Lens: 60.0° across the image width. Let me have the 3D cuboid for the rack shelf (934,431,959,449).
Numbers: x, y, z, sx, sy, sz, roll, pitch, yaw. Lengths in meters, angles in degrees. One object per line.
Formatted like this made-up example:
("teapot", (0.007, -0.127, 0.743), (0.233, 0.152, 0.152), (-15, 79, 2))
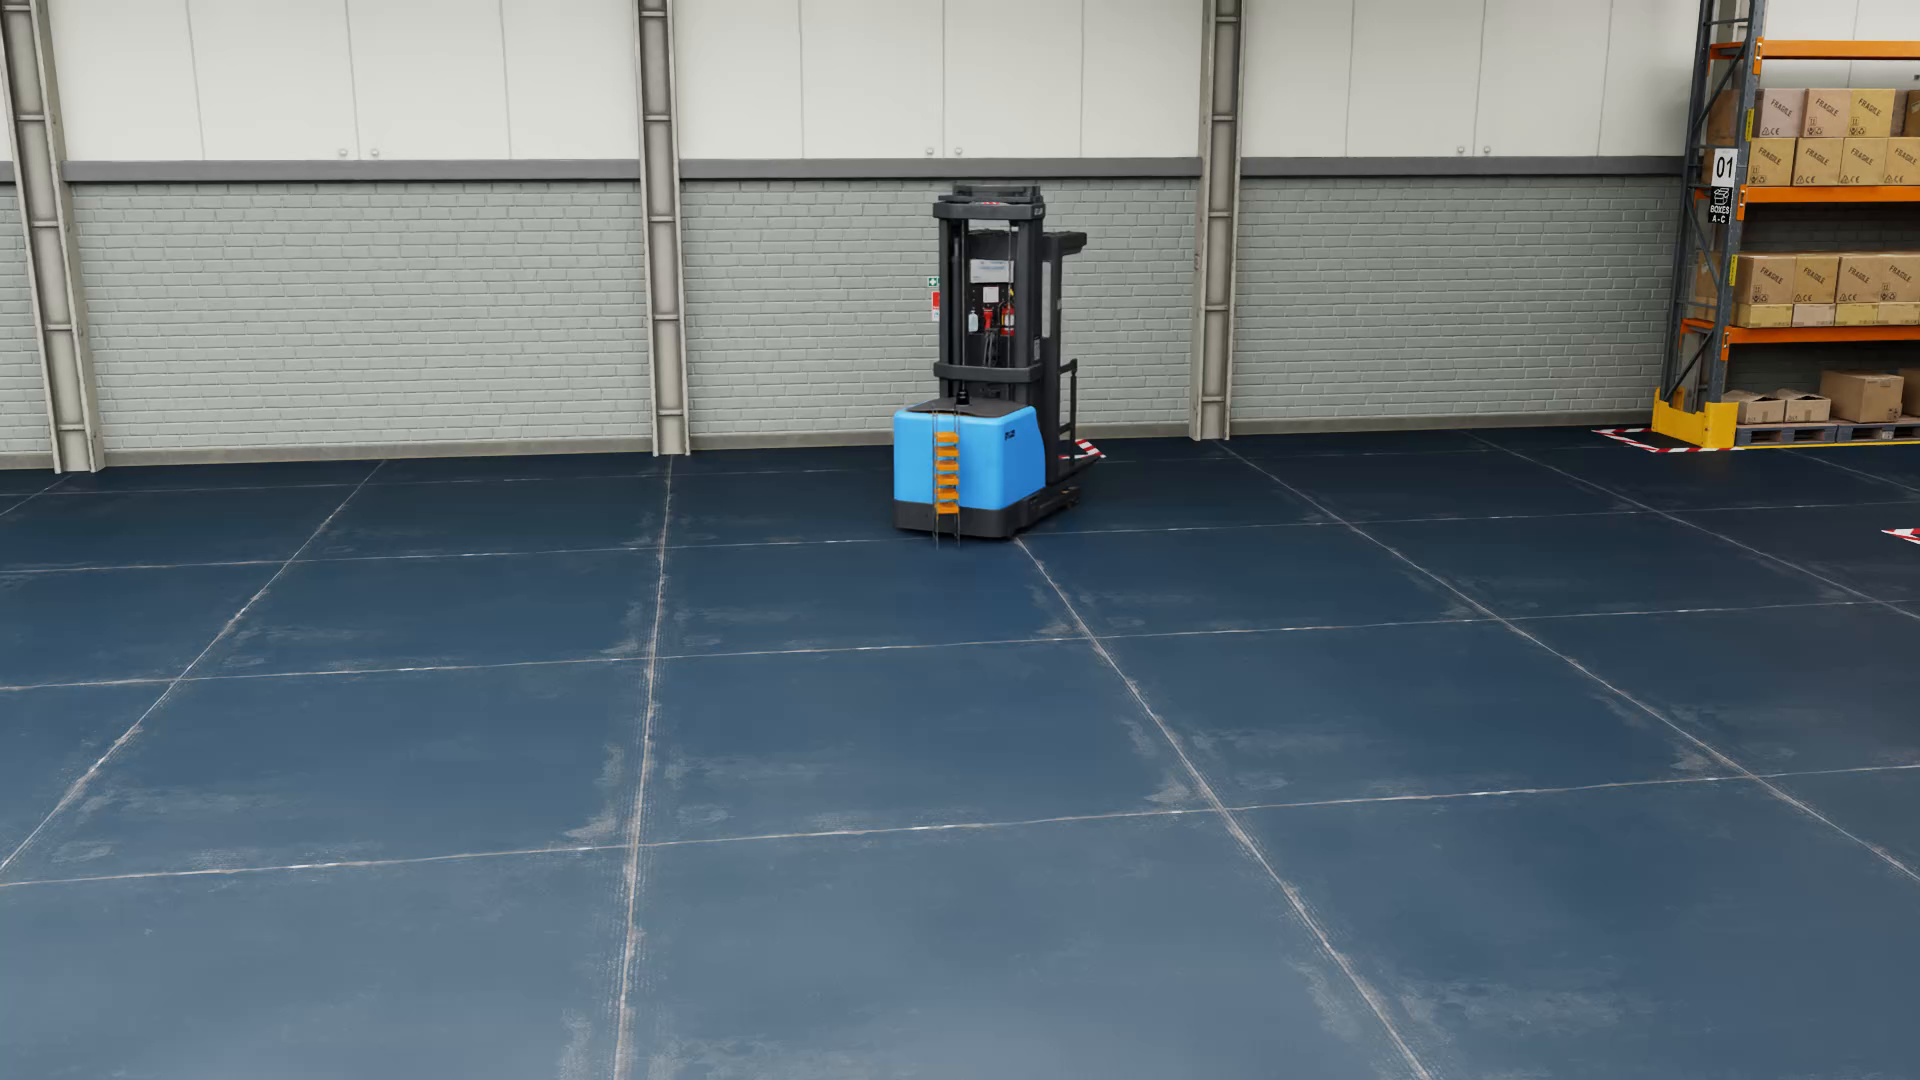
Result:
("rack shelf", (-0.117, -0.832, 13.775), (0.180, 0.103, 0.258), (-2, 14, -8))

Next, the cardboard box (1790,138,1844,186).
("cardboard box", (9.093, -4.074, 17.889), (0.500, 0.500, 0.500), (-1, 14, -5))

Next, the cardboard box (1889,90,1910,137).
("cardboard box", (10.104, -4.726, 18.433), (0.500, 0.500, 0.500), (-2, 14, -8))

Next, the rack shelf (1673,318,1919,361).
("rack shelf", (10.167, -2.322, 18.793), (4.000, 0.370, 1.077), (-2, 14, -8))

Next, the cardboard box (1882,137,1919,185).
("cardboard box", (10.133, -4.119, 18.066), (0.500, 0.500, 0.500), (-1, 14, -5))

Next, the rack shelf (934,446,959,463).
("rack shelf", (-0.117, -0.716, 13.805), (0.180, 0.103, 0.258), (-2, 14, -8))

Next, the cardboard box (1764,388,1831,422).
("cardboard box", (9.450, -1.532, 18.786), (0.500, 0.311, 0.500), (-1, 14, -4))

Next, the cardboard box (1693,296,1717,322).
("cardboard box", (8.623, -2.599, 18.686), (0.500, 0.250, 0.500), (-2, 14, -7))

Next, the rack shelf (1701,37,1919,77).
("rack shelf", (10.167, -5.230, 18.064), (4.000, 0.370, 1.077), (-2, 14, -8))

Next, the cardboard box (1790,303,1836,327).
("cardboard box", (9.230, -2.499, 18.287), (0.500, 0.250, 0.500), (-3, 14, -10))

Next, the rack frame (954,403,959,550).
("rack frame", (-0.027, -0.529, 13.866), (0.006, 1.200, 0.240), (-2, 14, -8))

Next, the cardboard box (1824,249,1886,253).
("cardboard box", (10.131, -3.021, 18.828), (0.500, 0.500, 0.500), (-2, 14, -8))

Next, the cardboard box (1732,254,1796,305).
("cardboard box", (8.706, -2.844, 18.122), (0.500, 0.500, 0.500), (-2, 14, -8))

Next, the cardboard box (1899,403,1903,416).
("cardboard box", (10.560, -1.521, 19.076), (0.250, 0.149, 0.380), (-3, 14, -13))

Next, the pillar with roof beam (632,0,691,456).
("pillar with roof beam", (-2.472, -4.271, 12.754), (0.400, 9.000, 9.100), (-2, 14, -8))

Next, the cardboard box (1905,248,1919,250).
("cardboard box", (11.137, -3.059, 18.980), (0.500, 0.500, 0.500), (-2, 14, -9))

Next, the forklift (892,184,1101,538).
("forklift", (0.485, -1.750, 15.173), (1.130, 2.935, 3.031), (6, 15, 24))

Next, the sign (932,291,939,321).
("sign", (-0.192, -2.556, 18.174), (0.234, 0.329, 0.001), (-2, 14, -8))

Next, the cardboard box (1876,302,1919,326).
("cardboard box", (10.235, -2.534, 18.426), (0.500, 0.250, 0.500), (-2, 14, -8))

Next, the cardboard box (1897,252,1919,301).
("cardboard box", (10.731, -2.917, 18.414), (0.500, 0.500, 0.500), (-3, 14, -10))

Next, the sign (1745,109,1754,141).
("sign", (8.270, -4.347, 17.425), (0.005, 0.325, 0.100), (-2, 14, -8))

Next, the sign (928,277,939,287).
("sign", (-0.186, -2.811, 18.102), (0.331, 0.109, 0.001), (-2, 14, -8))

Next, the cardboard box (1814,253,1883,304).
("cardboard box", (9.708, -2.877, 18.252), (0.500, 0.500, 0.500), (-3, 14, -10))

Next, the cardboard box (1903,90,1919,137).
("cardboard box", (10.634, -4.614, 17.986), (0.500, 0.500, 0.500), (-3, 14, -10))

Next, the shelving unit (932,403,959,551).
("shelving unit", (-0.117, -0.526, 13.852), (0.189, 1.200, 0.258), (-2, 14, -8))

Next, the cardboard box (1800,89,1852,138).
("cardboard box", (9.110, -4.558, 17.762), (0.500, 0.500, 0.500), (-2, 14, -9))

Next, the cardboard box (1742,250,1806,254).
("cardboard box", (9.123, -2.983, 18.676), (0.500, 0.500, 0.500), (-2, 14, -8))

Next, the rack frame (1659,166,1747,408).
("rack frame", (8.189, -2.598, 18.416), (0.127, 3.000, 1.000), (-2, 14, -8))

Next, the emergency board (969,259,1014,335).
("emergency board", (0.370, -2.534, 18.160), (0.643, 1.169, 0.194), (-2, 14, -8))

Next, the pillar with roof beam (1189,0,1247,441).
("pillar with roof beam", (3.461, -4.489, 13.621), (0.400, 9.000, 9.100), (-2, 14, -8))

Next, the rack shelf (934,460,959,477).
("rack shelf", (-0.117, -0.599, 13.834), (0.180, 0.103, 0.258), (-2, 14, -8))

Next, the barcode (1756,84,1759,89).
("barcode", (8.817, -5.024, 18.427), (0.075, 0.075, 0.001), (-2, 14, -8))

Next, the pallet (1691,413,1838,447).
("pallet", (9.073, -1.270, 18.850), (1.213, 0.211, 1.003), (-2, 14, -8))
